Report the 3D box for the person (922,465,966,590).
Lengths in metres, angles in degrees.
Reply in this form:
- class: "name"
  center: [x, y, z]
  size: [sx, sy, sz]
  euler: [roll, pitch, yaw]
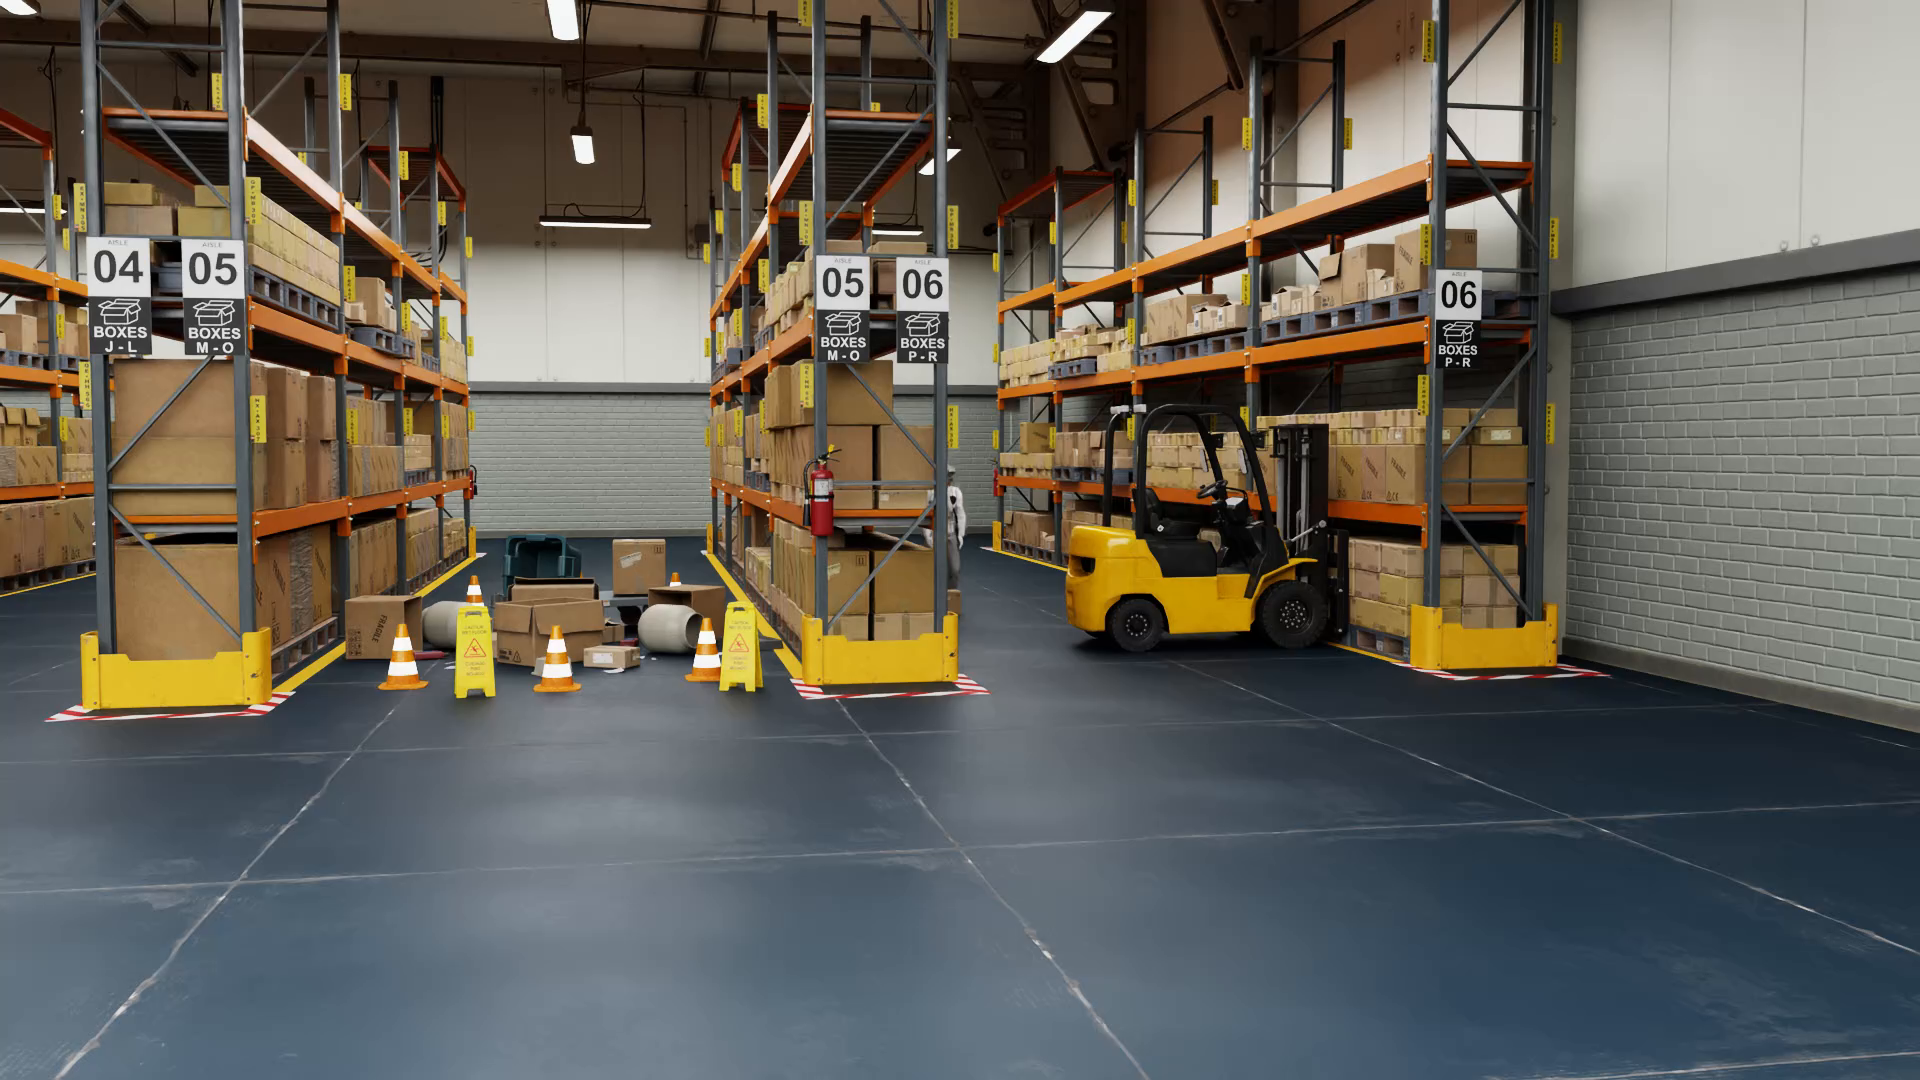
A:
- class: "person"
  center: [-0.181, -0.024, 18.249]
  size: [0.508, 1.604, 0.485]
  euler: [0, 3, -8]
